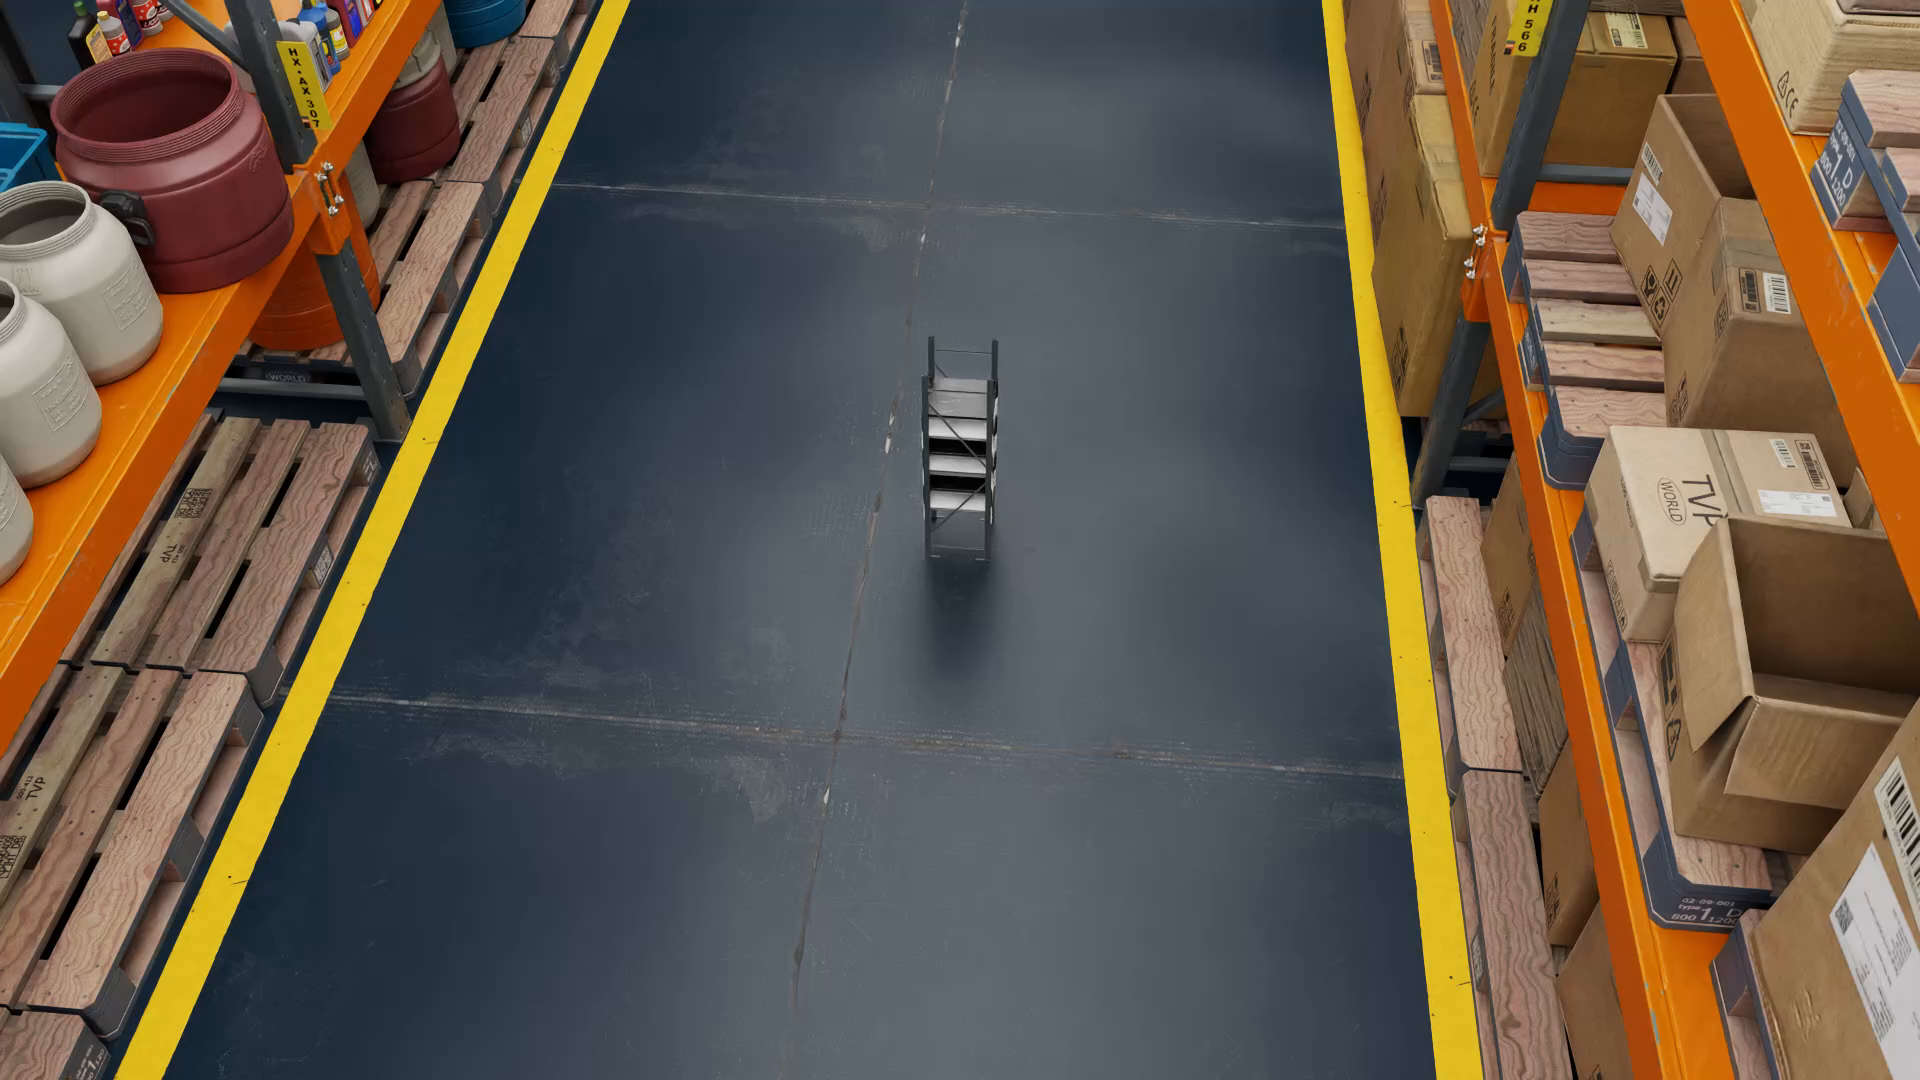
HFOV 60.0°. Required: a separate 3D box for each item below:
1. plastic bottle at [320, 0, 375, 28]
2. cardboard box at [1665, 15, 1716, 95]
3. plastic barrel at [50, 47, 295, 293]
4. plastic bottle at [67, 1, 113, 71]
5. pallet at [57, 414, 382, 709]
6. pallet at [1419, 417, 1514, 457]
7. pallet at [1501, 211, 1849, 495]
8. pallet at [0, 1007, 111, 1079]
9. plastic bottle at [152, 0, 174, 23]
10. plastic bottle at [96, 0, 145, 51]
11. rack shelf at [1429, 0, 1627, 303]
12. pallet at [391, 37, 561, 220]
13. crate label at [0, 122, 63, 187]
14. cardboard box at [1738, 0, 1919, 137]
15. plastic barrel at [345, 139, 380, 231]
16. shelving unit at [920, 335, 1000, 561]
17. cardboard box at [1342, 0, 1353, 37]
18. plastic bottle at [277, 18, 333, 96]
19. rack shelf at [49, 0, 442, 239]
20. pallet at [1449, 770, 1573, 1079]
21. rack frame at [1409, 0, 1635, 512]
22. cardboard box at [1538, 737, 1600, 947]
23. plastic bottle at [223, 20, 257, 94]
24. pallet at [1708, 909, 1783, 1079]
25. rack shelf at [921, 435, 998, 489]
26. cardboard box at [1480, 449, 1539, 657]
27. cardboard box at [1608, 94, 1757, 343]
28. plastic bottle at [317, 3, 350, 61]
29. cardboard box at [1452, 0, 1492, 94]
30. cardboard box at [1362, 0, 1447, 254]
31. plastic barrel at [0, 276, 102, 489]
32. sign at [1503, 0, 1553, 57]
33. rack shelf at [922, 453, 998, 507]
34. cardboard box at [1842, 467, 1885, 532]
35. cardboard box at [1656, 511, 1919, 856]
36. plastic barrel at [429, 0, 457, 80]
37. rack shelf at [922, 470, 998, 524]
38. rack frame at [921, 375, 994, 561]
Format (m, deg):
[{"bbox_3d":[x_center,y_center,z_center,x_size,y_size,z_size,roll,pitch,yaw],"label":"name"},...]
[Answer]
[{"bbox_3d":[-2.298,-2.063,6.188,0.152,0.276,0.135,4,48,4],"label":"plastic bottle"},{"bbox_3d":[2.546,-1.508,5.529,0.500,0.500,0.500,5,48,5],"label":"cardboard box"},{"bbox_3d":[-2.442,-1.153,5.180,0.600,0.536,0.708,4,48,4],"label":"plastic barrel"},{"bbox_3d":[-3.090,-1.755,5.902,0.061,0.283,0.133,4,48,4],"label":"plastic bottle"},{"bbox_3d":[-2.811,0.039,6.071,1.003,0.211,1.213,4,48,4],"label":"pallet"},{"bbox_3d":[2.377,-0.769,6.810,1.003,0.211,1.213,4,48,4],"label":"pallet"},{"bbox_3d":[2.272,-0.540,4.841,1.213,0.211,1.003,4,48,4],"label":"pallet"},{"bbox_3d":[-3.033,1.832,4.431,1.003,0.211,1.213,4,48,4],"label":"pallet"},{"bbox_3d":[-3.031,-2.052,6.229,0.097,0.201,0.097,0,48,0],"label":"plastic bottle"},{"bbox_3d":[-3.069,-1.925,6.057,0.061,0.283,0.133,4,48,4],"label":"plastic bottle"},{"bbox_3d":[2.413,-2.362,6.865,1.077,0.370,4.000,4,48,4],"label":"rack shelf"},{"bbox_3d":[-2.558,-2.004,7.940,1.003,0.211,1.213,4,48,4],"label":"pallet"},{"bbox_3d":[-3.114,-1.128,5.362,0.303,0.233,0.416,4,48,4],"label":"crate label"},{"bbox_3d":[1.850,-1.013,3.213,0.500,0.250,0.500,5,48,4],"label":"cardboard box"},{"bbox_3d":[-2.712,-1.552,7.038,0.421,0.512,0.421,0,48,0],"label":"plastic barrel"},{"bbox_3d":[0.001,-0.310,5.923,0.258,0.900,0.210,4,48,4],"label":"shelving unit"},{"bbox_3d":[2.557,-3.028,8.142,1.225,0.875,0.875,4,48,4],"label":"cardboard box"},{"bbox_3d":[-2.341,-1.723,5.877,0.152,0.276,0.135,4,48,4],"label":"plastic bottle"},{"bbox_3d":[-2.520,-2.695,7.170,1.077,0.370,4.000,4,48,4],"label":"rack shelf"},{"bbox_3d":[2.044,1.274,4.942,1.003,0.211,1.213,4,48,4],"label":"pallet"},{"bbox_3d":[2.231,-1.136,5.256,1.000,3.000,0.127,4,48,4],"label":"rack frame"},{"bbox_3d":[2.107,0.879,4.809,0.700,0.500,0.500,7,48,7],"label":"cardboard box"},{"bbox_3d":[-2.492,-1.733,5.887,0.152,0.276,0.135,4,48,4],"label":"plastic bottle"},{"bbox_3d":[2.080,1.317,3.143,1.003,0.211,1.213,4,48,4],"label":"pallet"},{"bbox_3d":[0.001,-0.287,5.948,0.258,0.077,0.200,4,48,4],"label":"rack shelf"},{"bbox_3d":[2.189,0.053,5.564,0.700,0.500,0.500,2,48,1],"label":"cardboard box"},{"bbox_3d":[2.221,-0.912,4.699,0.500,0.500,0.500,-1,48,-1],"label":"cardboard box"},{"bbox_3d":[-2.294,-1.853,6.046,0.097,0.201,0.097,0,48,0],"label":"plastic bottle"},{"bbox_3d":[2.080,-1.915,5.901,0.500,0.500,0.500,3,48,3],"label":"cardboard box"},{"bbox_3d":[2.403,-1.720,6.946,1.225,0.875,0.875,4,48,4],"label":"cardboard box"},{"bbox_3d":[-2.621,-0.427,4.532,0.421,0.512,0.421,0,48,0],"label":"plastic barrel"},{"bbox_3d":[1.677,-1.561,4.860,0.100,0.325,0.005,4,48,4],"label":"sign"},{"bbox_3d":[0.001,-0.226,6.014,0.258,0.077,0.200,4,48,4],"label":"rack shelf"},{"bbox_3d":[2.347,0.012,4.013,0.396,0.266,0.258,3,48,2],"label":"cardboard box"},{"bbox_3d":[1.932,0.347,3.545,0.797,0.503,0.637,8,48,8],"label":"cardboard box"},{"bbox_3d":[-2.609,-2.382,7.797,0.421,0.512,0.421,0,48,0],"label":"plastic barrel"},{"bbox_3d":[0.001,-0.166,6.081,0.258,0.077,0.200,4,48,4],"label":"rack shelf"},{"bbox_3d":[-0.009,-0.235,5.855,0.240,0.900,0.006,4,48,4],"label":"rack frame"}]
